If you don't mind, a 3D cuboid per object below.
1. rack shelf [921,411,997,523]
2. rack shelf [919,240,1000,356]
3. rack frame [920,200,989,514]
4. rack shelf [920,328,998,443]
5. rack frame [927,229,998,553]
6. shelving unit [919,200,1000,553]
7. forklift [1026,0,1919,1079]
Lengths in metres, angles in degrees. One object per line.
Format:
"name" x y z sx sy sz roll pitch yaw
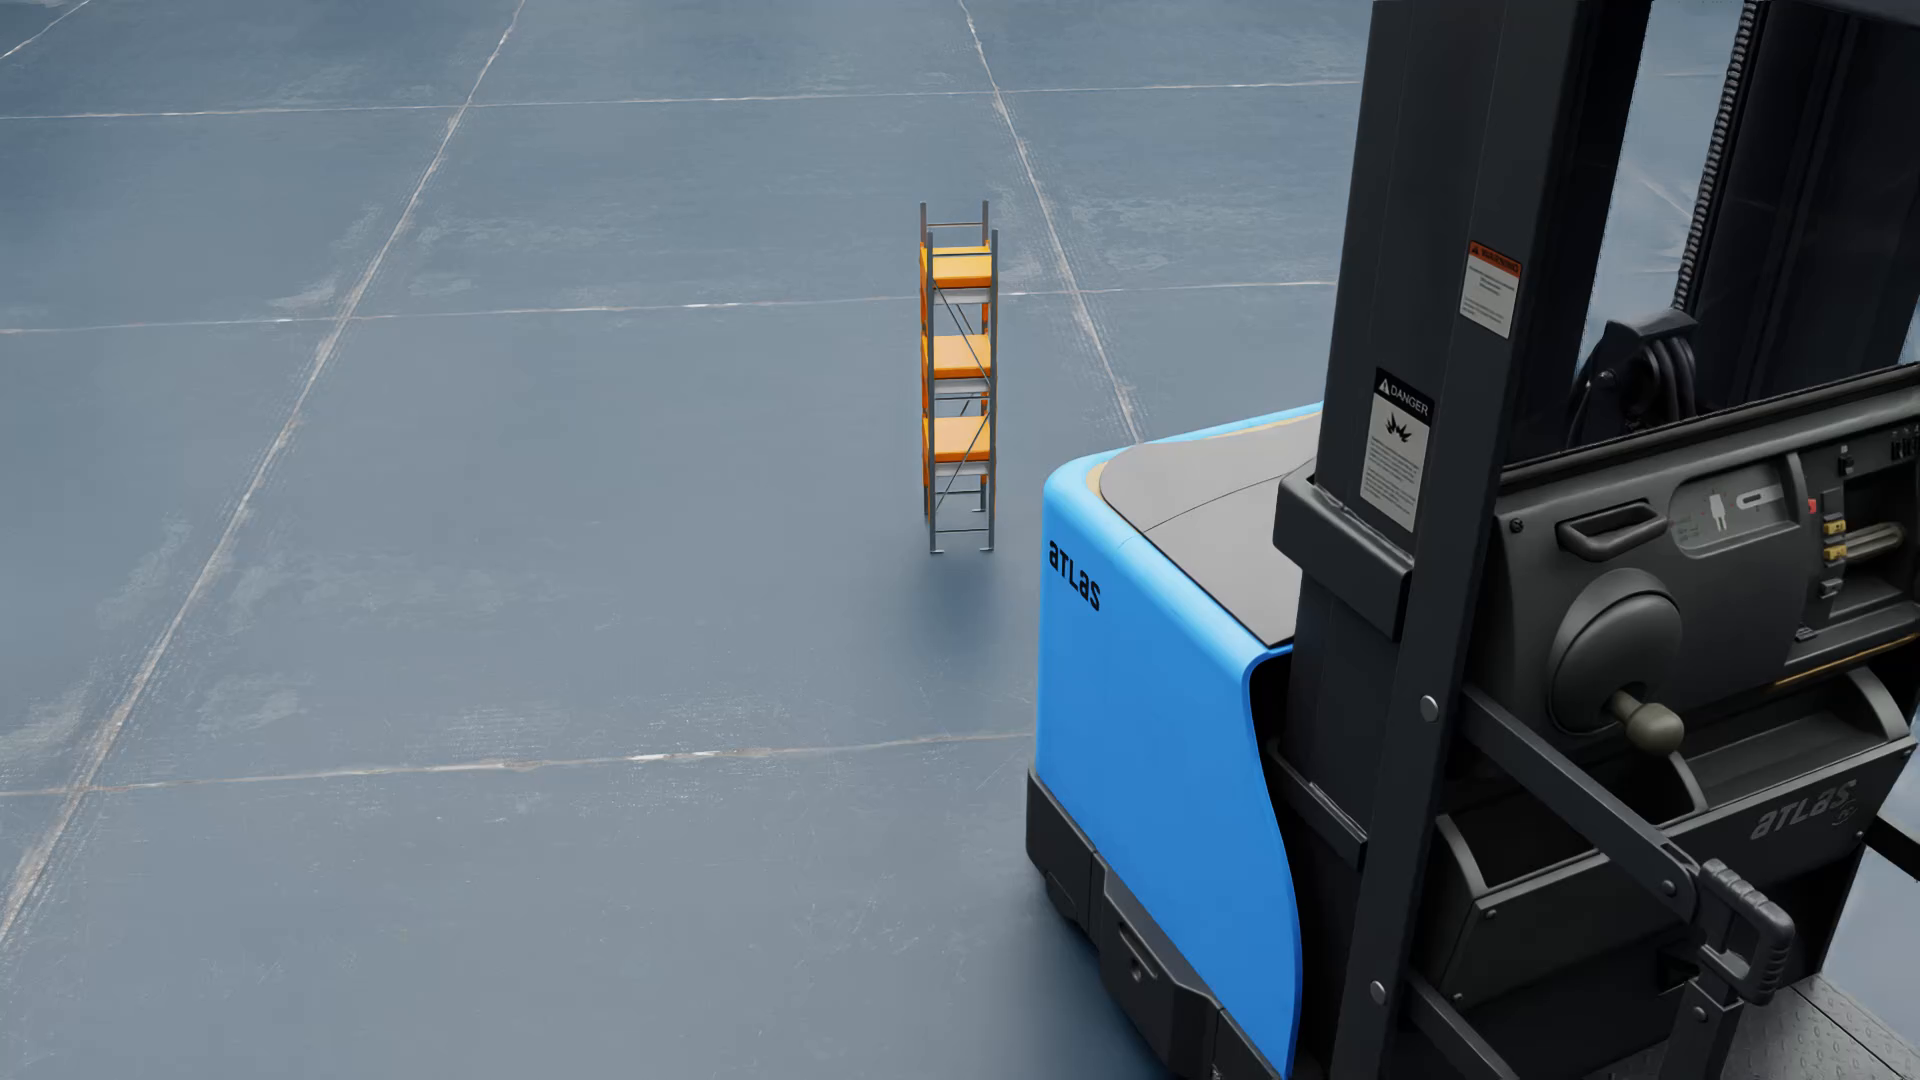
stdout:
"rack shelf" -0.005 -0.230 5.174 0.215 0.259 0.240 -3 31 -5
"rack shelf" -0.005 -0.713 4.886 0.215 0.259 0.240 -3 31 -5
"rack frame" -0.016 -0.540 5.131 0.200 1.050 0.008 -3 31 -5
"rack shelf" -0.005 -0.469 5.032 0.215 0.259 0.240 -3 31 -5
"rack frame" 0.006 -0.416 4.922 0.200 1.050 0.008 -3 31 -5
"shelving unit" -0.005 -0.478 5.027 0.215 1.050 0.252 -3 31 -5
"forklift" 1.242 0.084 2.251 1.130 2.935 3.031 -14 33 -22
